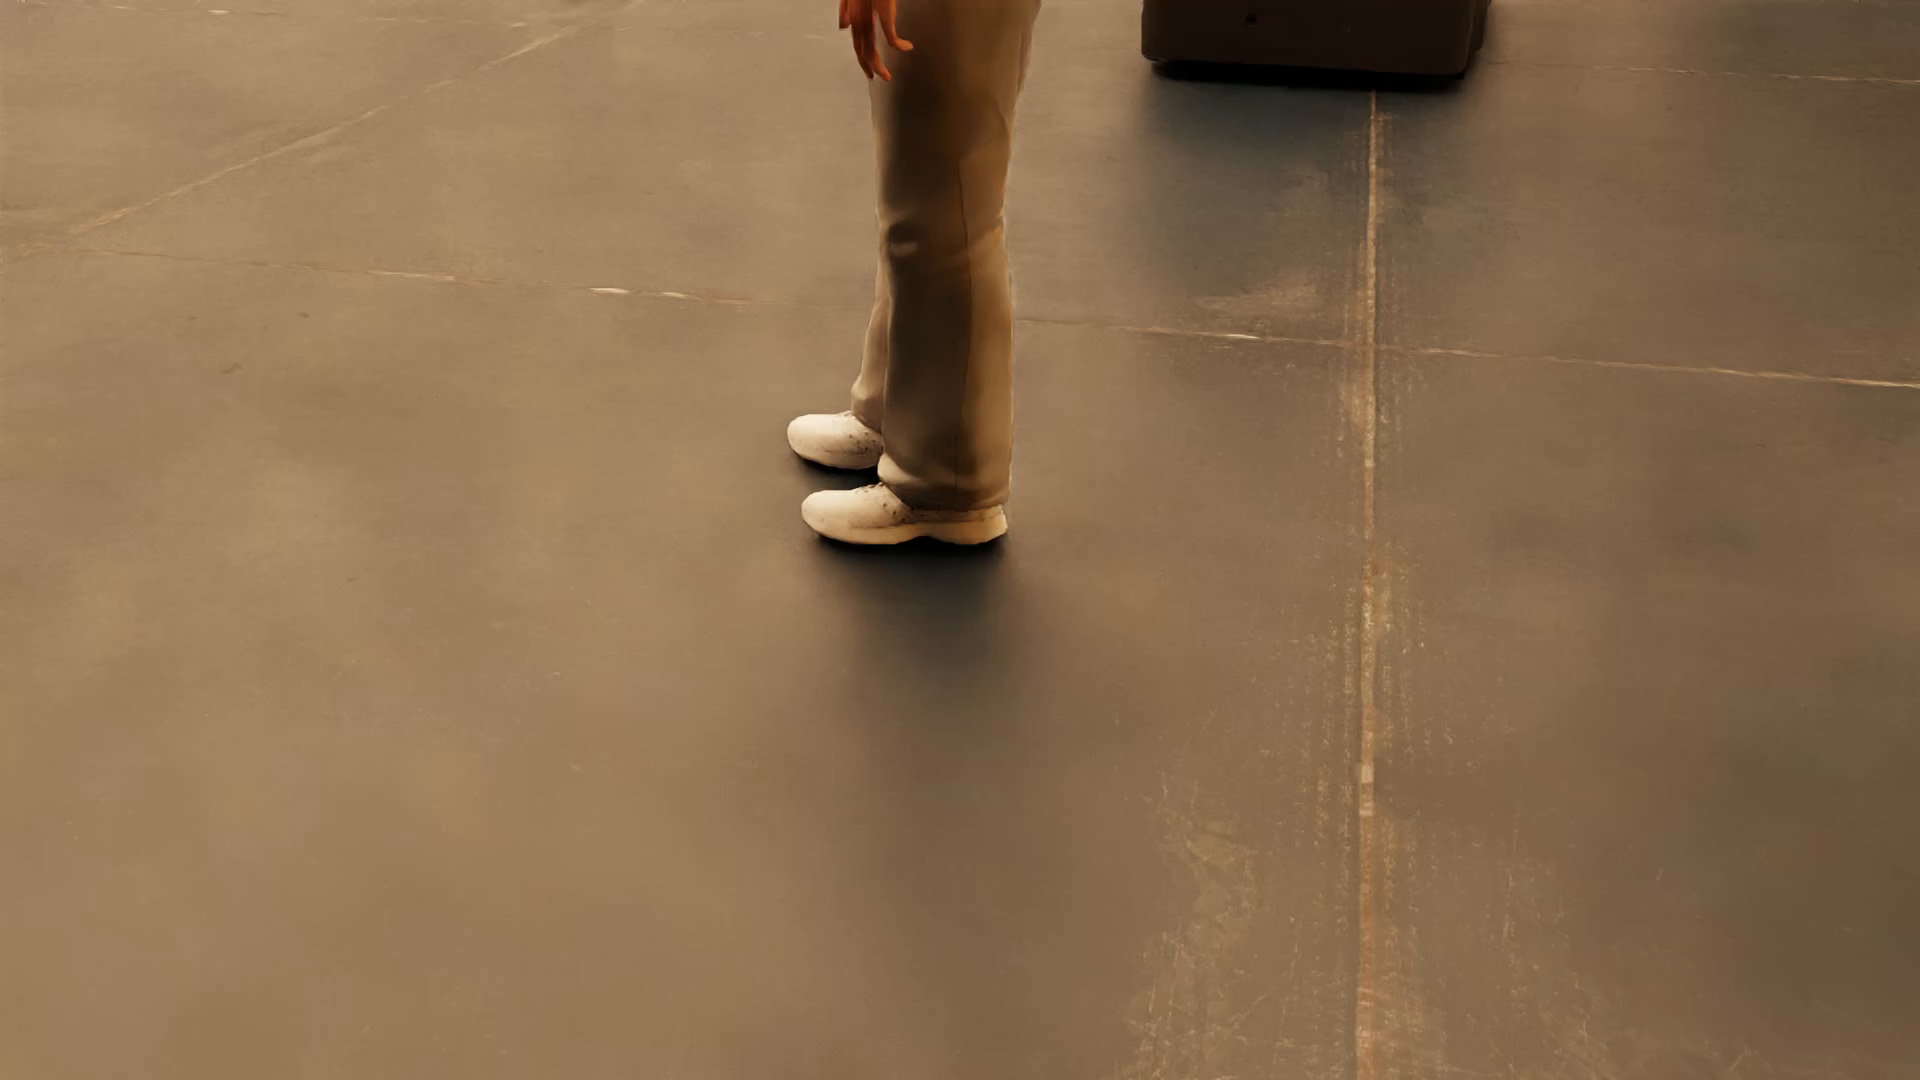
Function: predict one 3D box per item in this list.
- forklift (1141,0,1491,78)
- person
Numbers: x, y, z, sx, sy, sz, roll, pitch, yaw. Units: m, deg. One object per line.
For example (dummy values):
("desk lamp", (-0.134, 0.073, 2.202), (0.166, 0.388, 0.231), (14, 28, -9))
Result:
("forklift", (1.540, -3.422, 6.029), (1.130, 2.935, 3.031), (8, 28, 16))
("person", (-0.069, -0.762, 2.148), (0.548, 1.663, 0.550), (6, 27, 11))
